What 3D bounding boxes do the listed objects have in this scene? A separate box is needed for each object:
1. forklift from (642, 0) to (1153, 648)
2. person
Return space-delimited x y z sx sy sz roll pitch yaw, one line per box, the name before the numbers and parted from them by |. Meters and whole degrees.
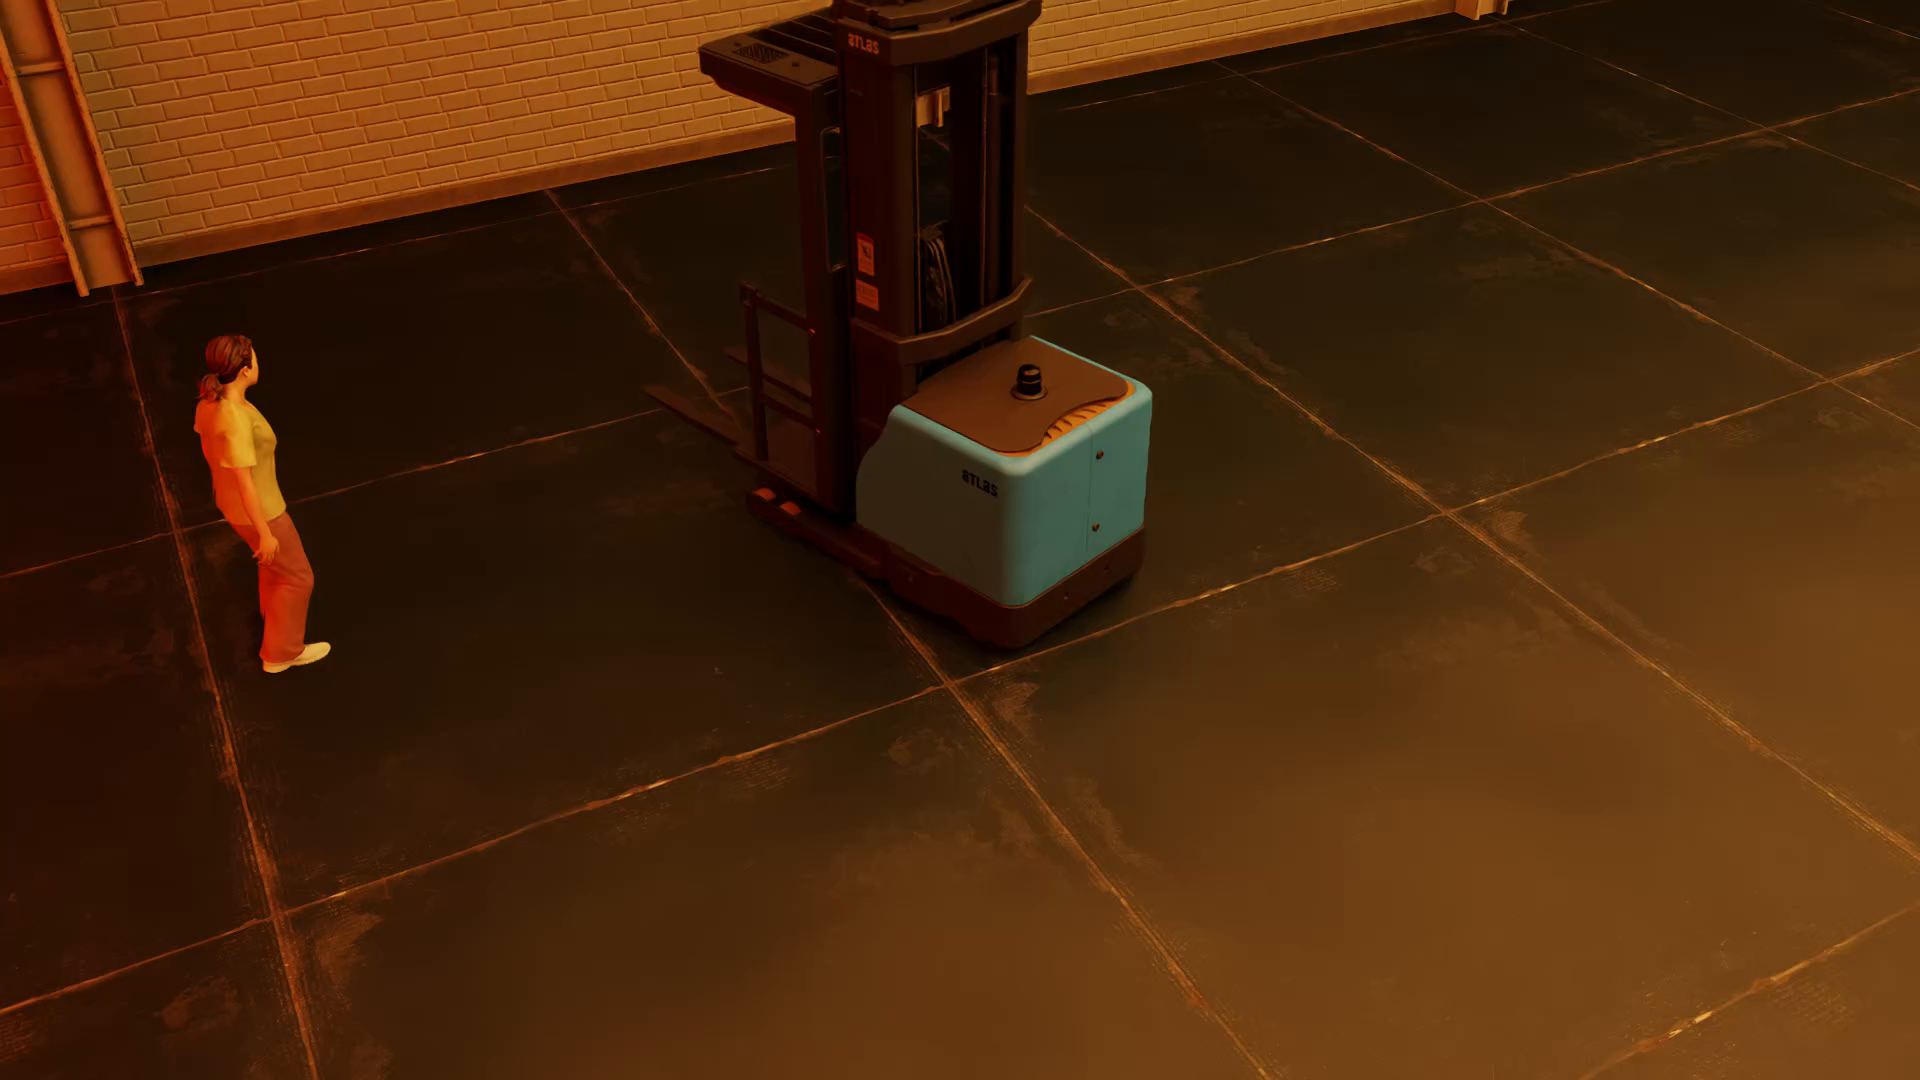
forklift | -0.492 -1.424 8.137 3.031 2.935 1.130 29 44 34
person | -3.182 -0.167 7.484 0.376 1.645 0.791 -25 42 -31
